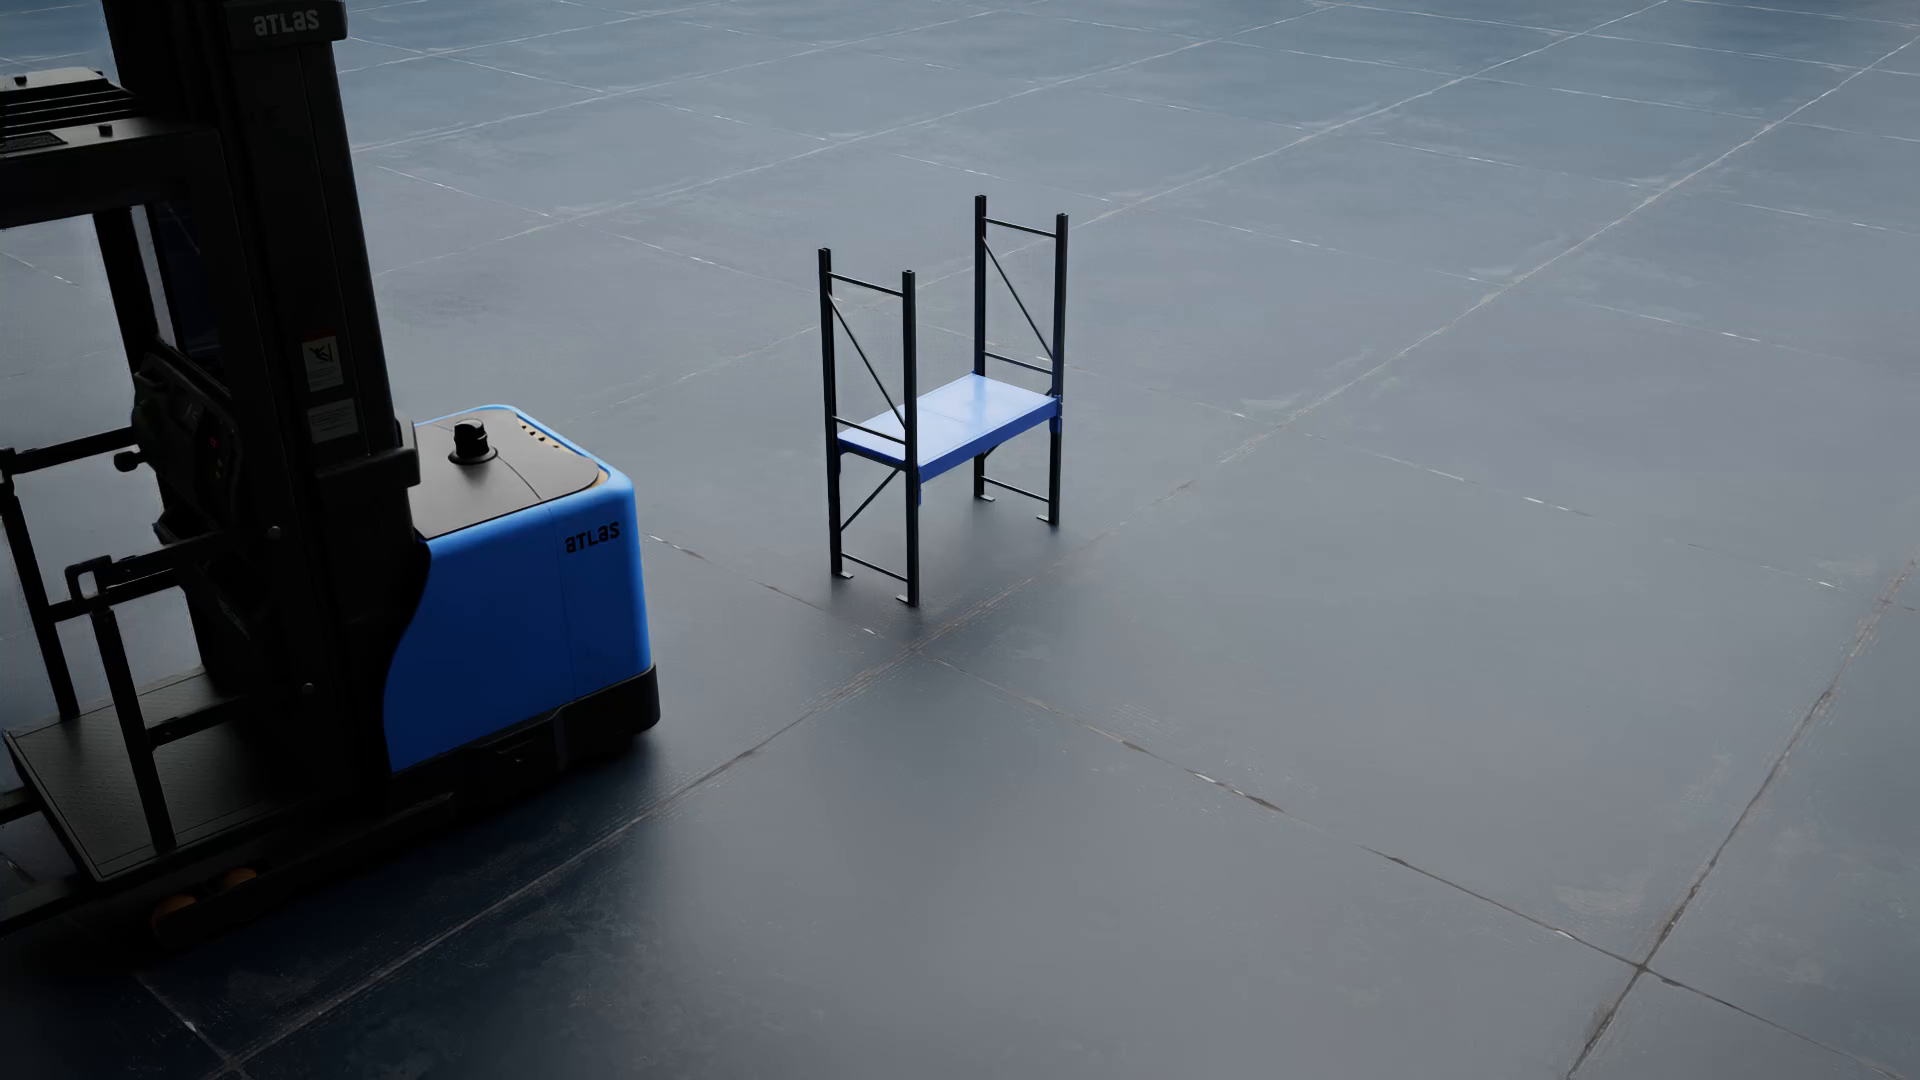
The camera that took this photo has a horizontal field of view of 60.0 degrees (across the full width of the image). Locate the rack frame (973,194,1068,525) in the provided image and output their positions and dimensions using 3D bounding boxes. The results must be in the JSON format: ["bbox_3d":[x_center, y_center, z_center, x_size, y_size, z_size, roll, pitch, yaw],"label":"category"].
[{"bbox_3d":[0.269,-0.816,7.695,0.500,1.500,0.032,21,34,34],"label":"rack frame"}]

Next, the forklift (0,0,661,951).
[{"bbox_3d":[-2.577,-0.285,5.110,3.031,2.935,1.130,-22,34,-36],"label":"forklift"}]

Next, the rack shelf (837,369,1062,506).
[{"bbox_3d":[-0.054,-0.476,7.430,0.538,0.185,1.000,21,34,34],"label":"rack shelf"}]

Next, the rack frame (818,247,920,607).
[{"bbox_3d":[-0.378,-0.456,6.999,0.500,1.500,0.032,21,34,34],"label":"rack frame"}]

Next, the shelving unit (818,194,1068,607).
[{"bbox_3d":[-0.054,-0.636,7.347,0.538,1.500,1.048,21,34,34],"label":"shelving unit"}]
